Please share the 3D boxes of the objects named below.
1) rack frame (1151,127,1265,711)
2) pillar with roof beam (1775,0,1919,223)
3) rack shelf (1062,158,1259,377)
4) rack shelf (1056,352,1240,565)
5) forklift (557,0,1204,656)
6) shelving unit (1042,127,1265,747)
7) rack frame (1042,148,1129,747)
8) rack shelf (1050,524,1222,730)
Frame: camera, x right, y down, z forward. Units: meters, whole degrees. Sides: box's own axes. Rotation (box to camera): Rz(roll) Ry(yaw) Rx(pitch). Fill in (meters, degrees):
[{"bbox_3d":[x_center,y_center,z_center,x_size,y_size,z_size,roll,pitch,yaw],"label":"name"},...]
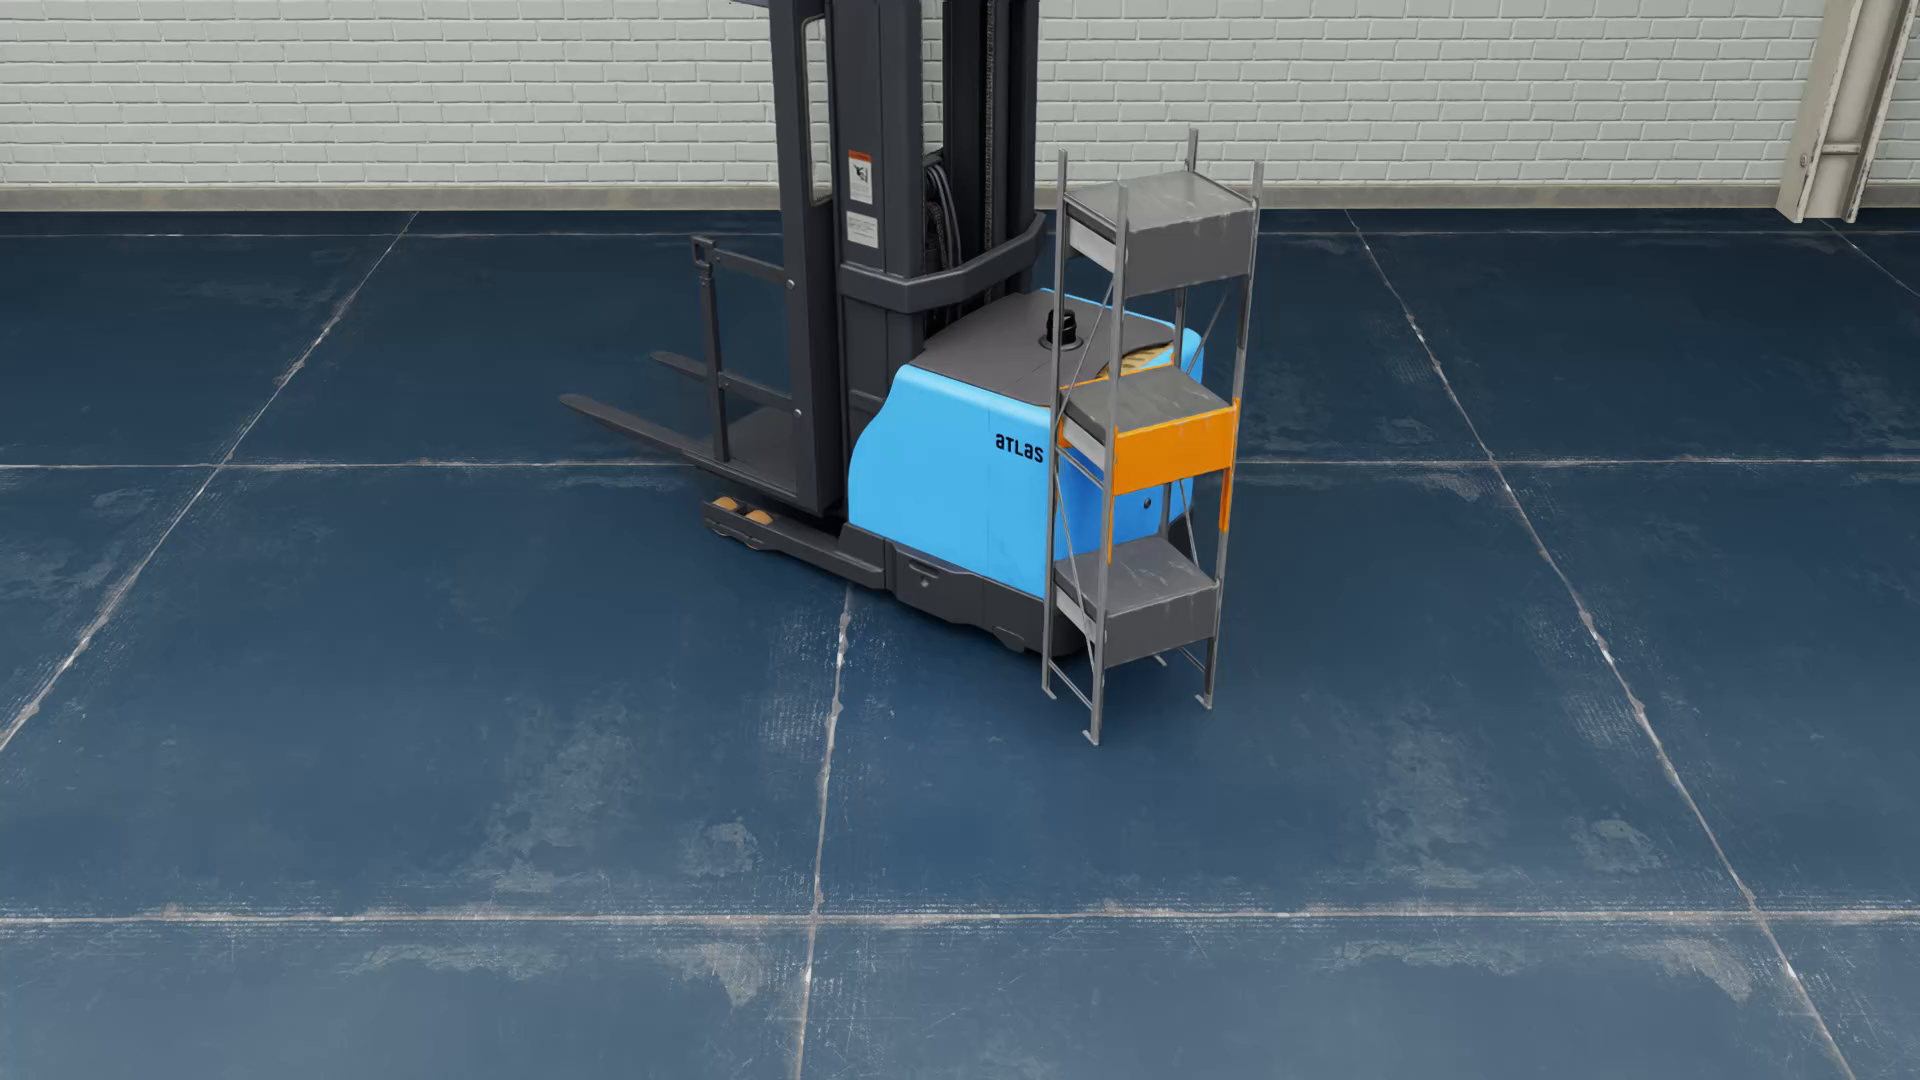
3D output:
[{"bbox_3d":[0.843,-0.356,5.812,0.015,2.100,0.400,-14,34,-22],"label":"rack frame"},{"bbox_3d":[5.525,-3.712,4.693,0.400,9.000,9.100,0,31,0],"label":"pillar with roof beam"},{"bbox_3d":[0.624,-0.886,5.363,0.480,0.518,0.431,-14,34,-22],"label":"rack shelf"},{"bbox_3d":[0.624,-0.288,5.727,0.480,0.518,0.431,-14,34,-22],"label":"rack shelf"},{"bbox_3d":[-0.510,-1.410,6.749,3.031,2.935,1.130,21,37,31],"label":"forklift"},{"bbox_3d":[0.624,-0.300,5.720,0.503,2.100,0.431,-14,34,-22],"label":"shelving unit"},{"bbox_3d":[0.406,-0.243,5.627,0.015,2.100,0.400,-14,34,-22],"label":"rack frame"},{"bbox_3d":[0.624,0.311,6.090,0.480,0.518,0.431,-14,34,-22],"label":"rack shelf"}]
